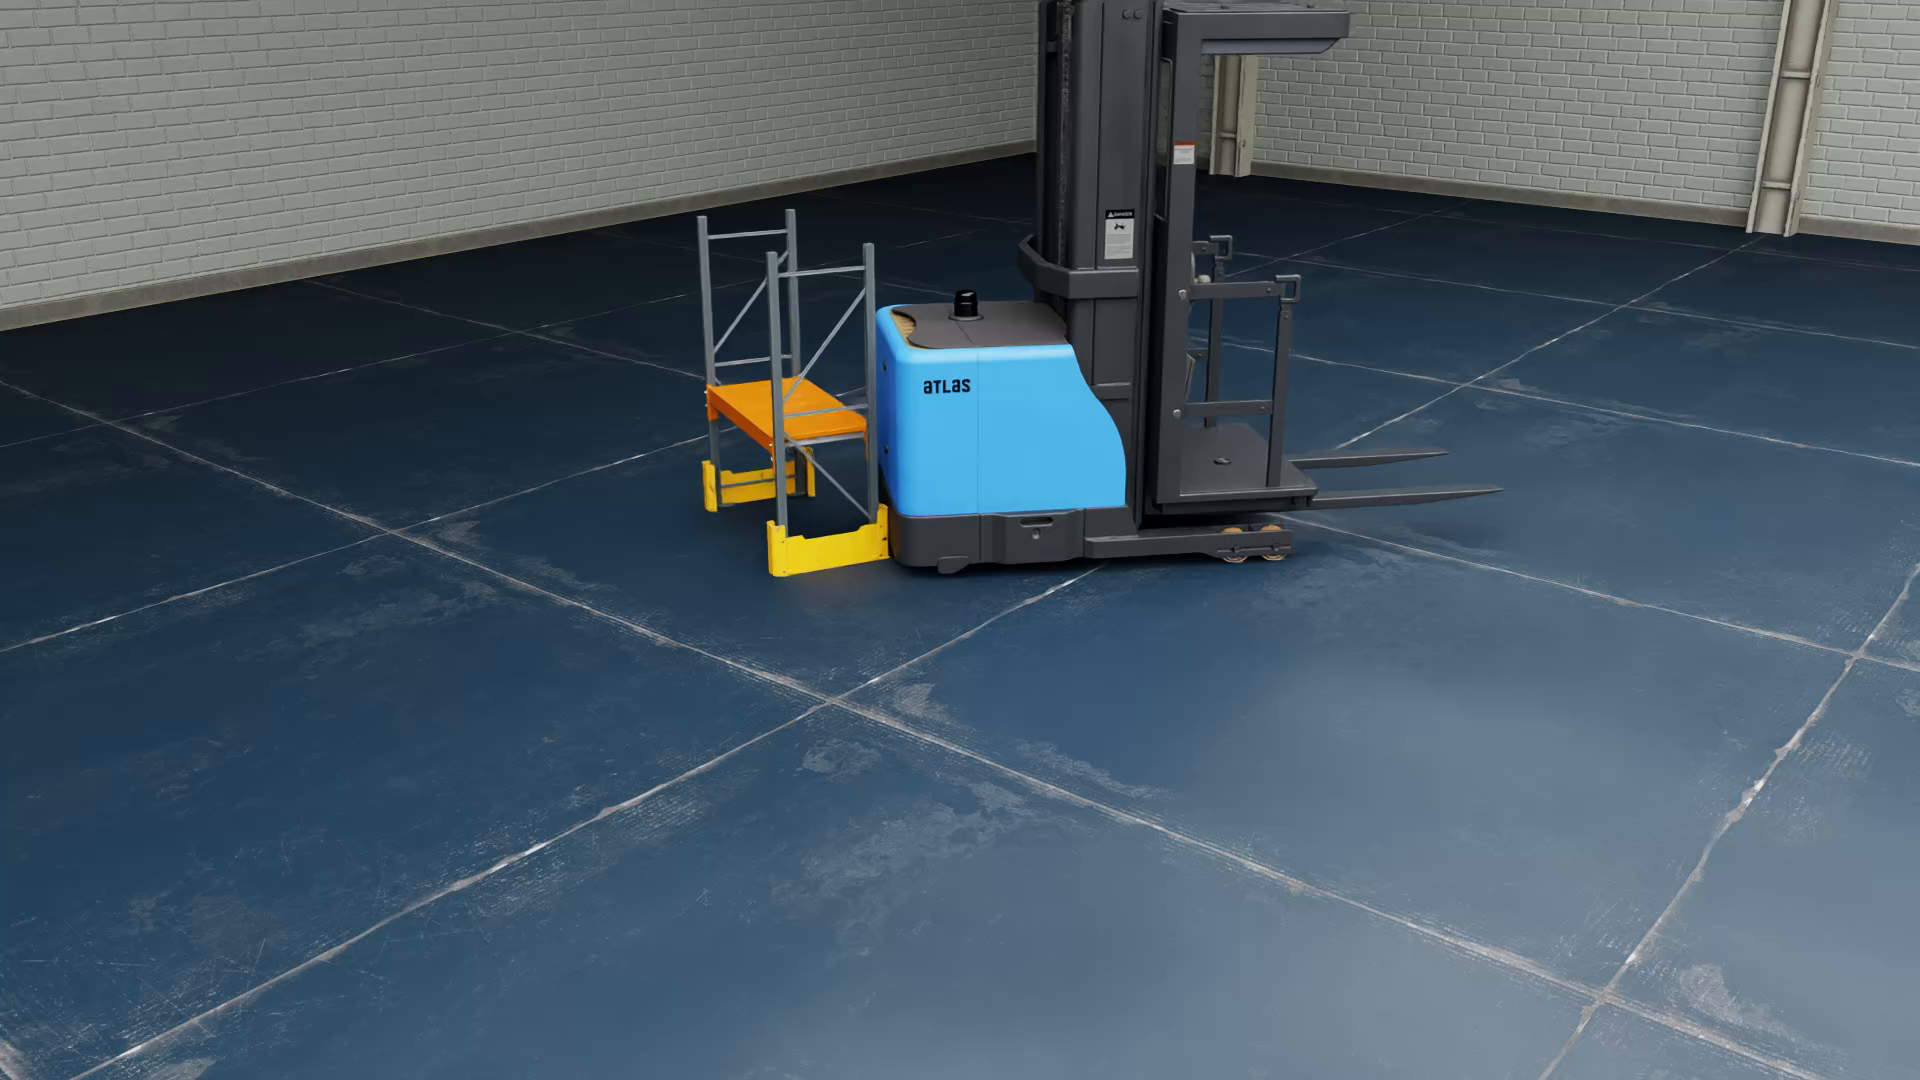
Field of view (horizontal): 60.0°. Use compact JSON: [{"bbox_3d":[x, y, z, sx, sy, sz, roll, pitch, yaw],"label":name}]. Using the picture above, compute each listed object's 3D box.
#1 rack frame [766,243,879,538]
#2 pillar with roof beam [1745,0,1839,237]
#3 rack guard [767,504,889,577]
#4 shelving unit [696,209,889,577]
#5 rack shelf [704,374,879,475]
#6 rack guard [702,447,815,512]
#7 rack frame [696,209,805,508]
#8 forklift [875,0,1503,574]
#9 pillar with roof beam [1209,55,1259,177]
[{"bbox_3d":[-0.615,-0.585,7.593,0.500,1.500,0.032,-10,23,-24],"label":"rack frame"},{"bbox_3d":[5.111,-6.006,11.343,0.400,9.000,9.100,16,26,36],"label":"pillar with roof beam"},{"bbox_3d":[-0.615,0.000,7.815,0.587,0.250,0.087,-10,23,-24],"label":"rack guard"},{"bbox_3d":[-0.829,-0.744,8.015,0.587,1.500,1.083,-10,23,-24],"label":"shelving unit"},{"bbox_3d":[-0.833,-0.578,8.086,0.538,0.185,1.000,-10,23,-24],"label":"rack shelf"},{"bbox_3d":[-1.043,-0.318,8.656,0.587,0.250,0.087,-10,23,-24],"label":"rack guard"},{"bbox_3d":[-1.052,-0.909,8.452,0.500,1.500,0.032,-10,23,-24],"label":"rack frame"},{"bbox_3d":[1.130,-1.442,7.838,3.031,2.935,1.130,-3,21,-9],"label":"forklift"},{"bbox_3d":[0.463,-7.345,14.892,0.400,9.000,9.100,16,26,36],"label":"pillar with roof beam"}]
